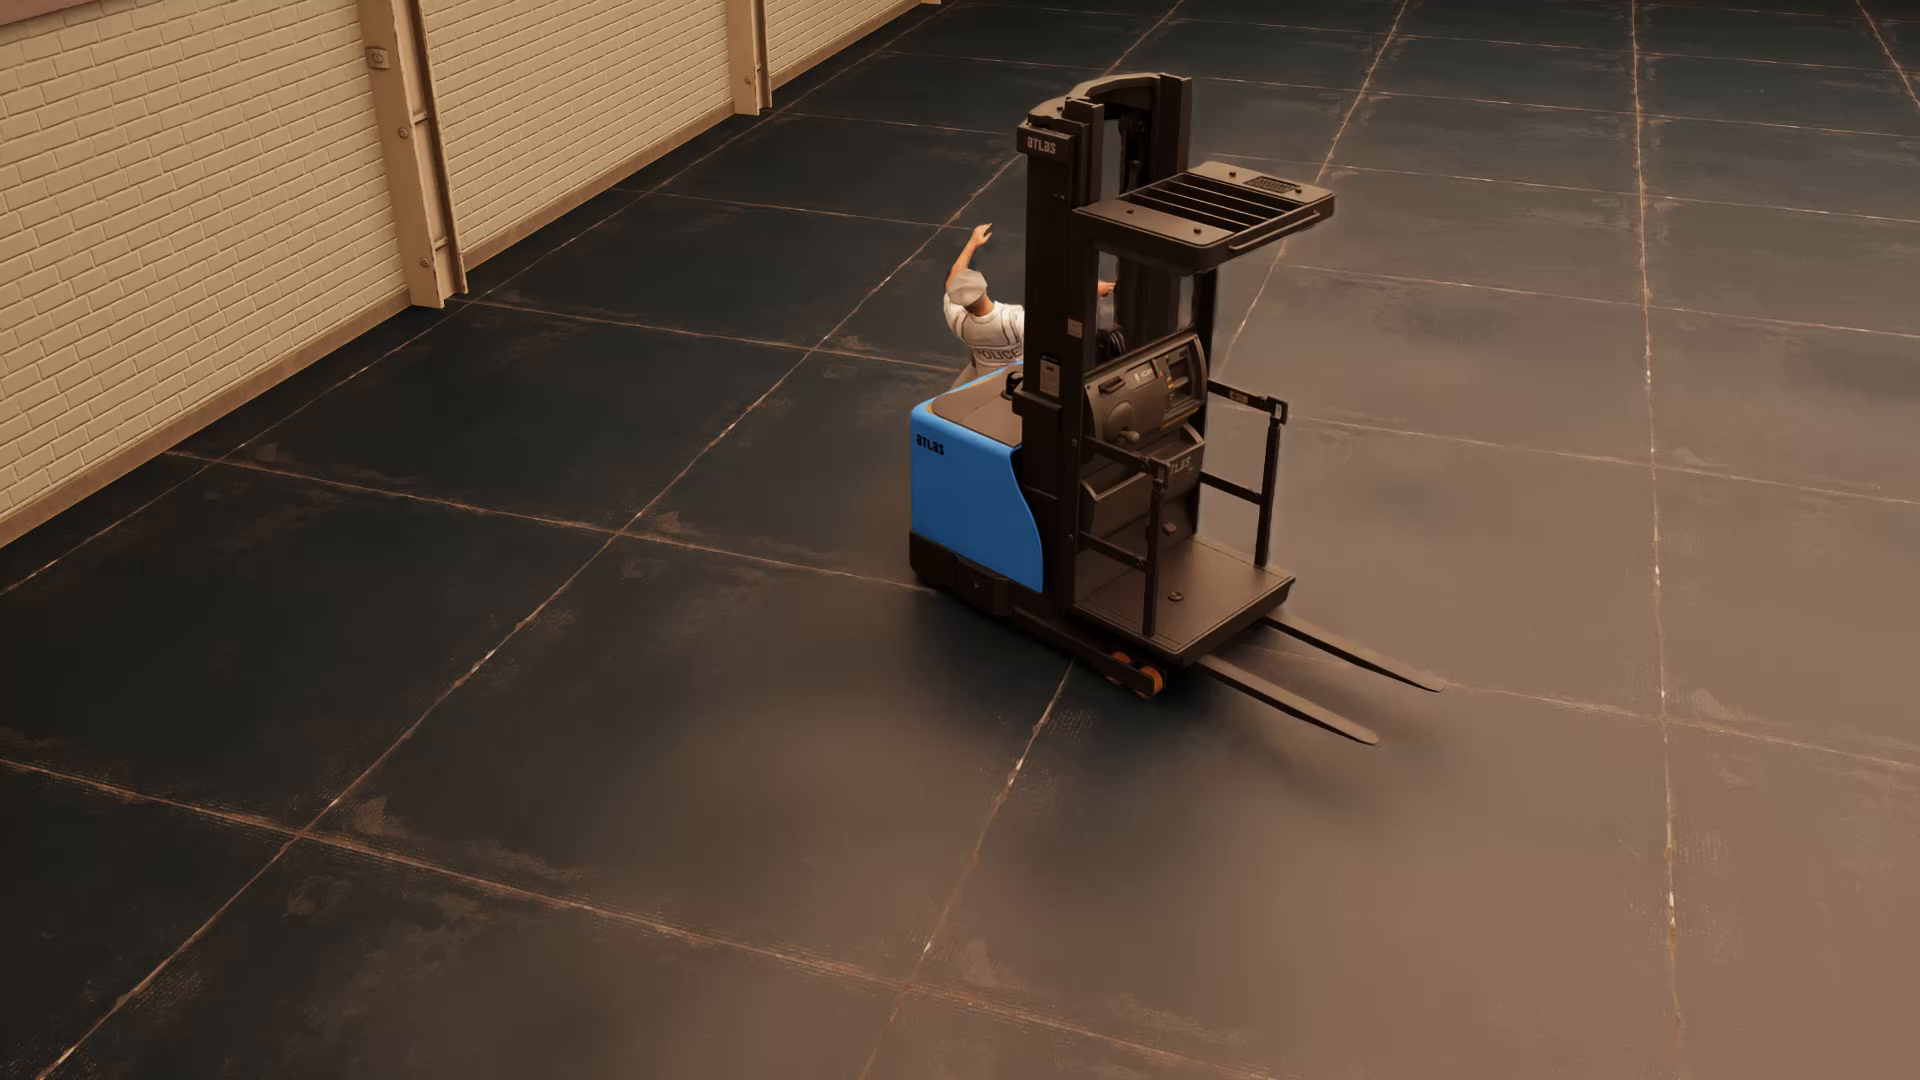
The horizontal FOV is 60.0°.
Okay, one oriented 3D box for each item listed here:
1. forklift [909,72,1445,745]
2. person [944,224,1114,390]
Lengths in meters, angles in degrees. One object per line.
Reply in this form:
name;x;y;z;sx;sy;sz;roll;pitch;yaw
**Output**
forklift;1.116;-0.741;8.437;3.031;2.935;1.130;25;38;37
person;0.399;-1.089;10.358;1.075;1.593;0.711;3;30;5
